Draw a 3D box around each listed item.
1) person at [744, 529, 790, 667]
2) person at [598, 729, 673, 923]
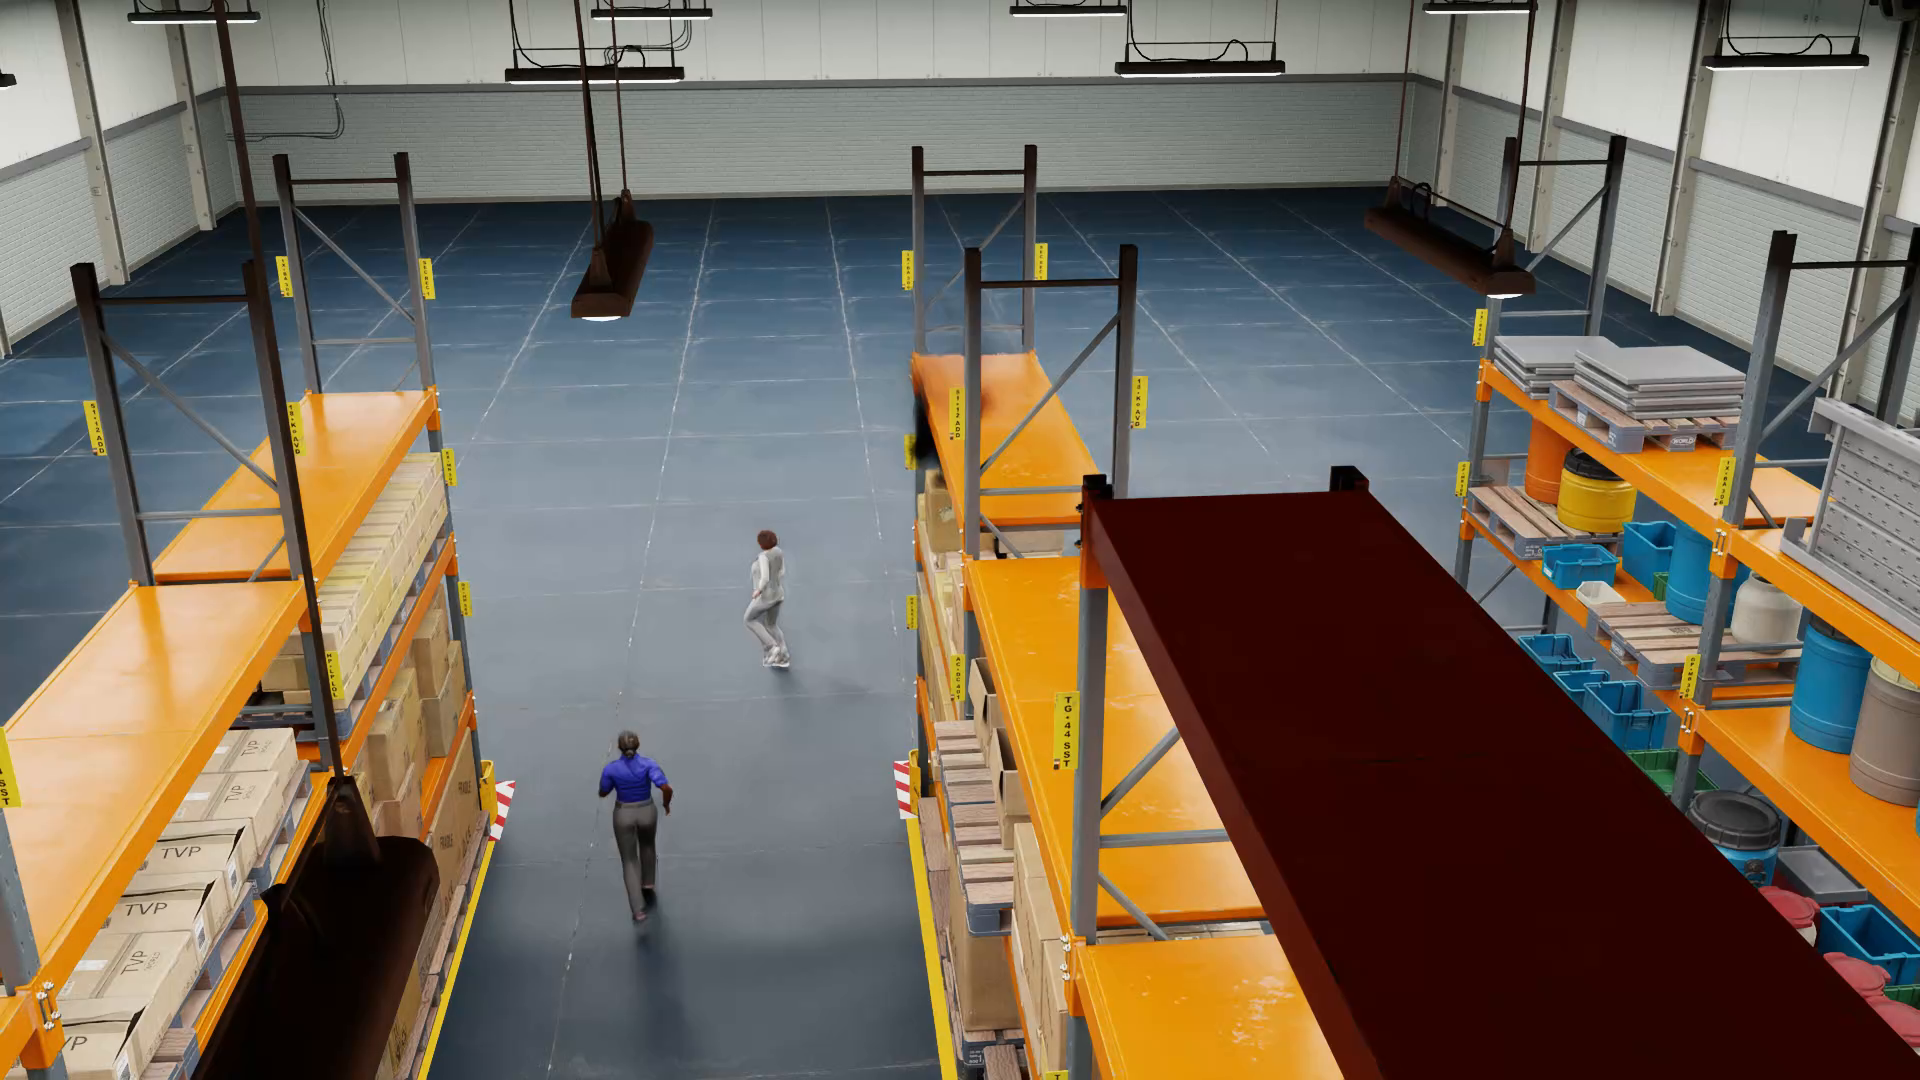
[{"bbox_3d":[-2.096,0.615,17.935,0.586,1.558,0.508,14,25,31],"label":"person"},{"bbox_3d":[-2.635,2.303,13.559,0.566,1.671,0.853,-7,23,-17],"label":"person"}]
